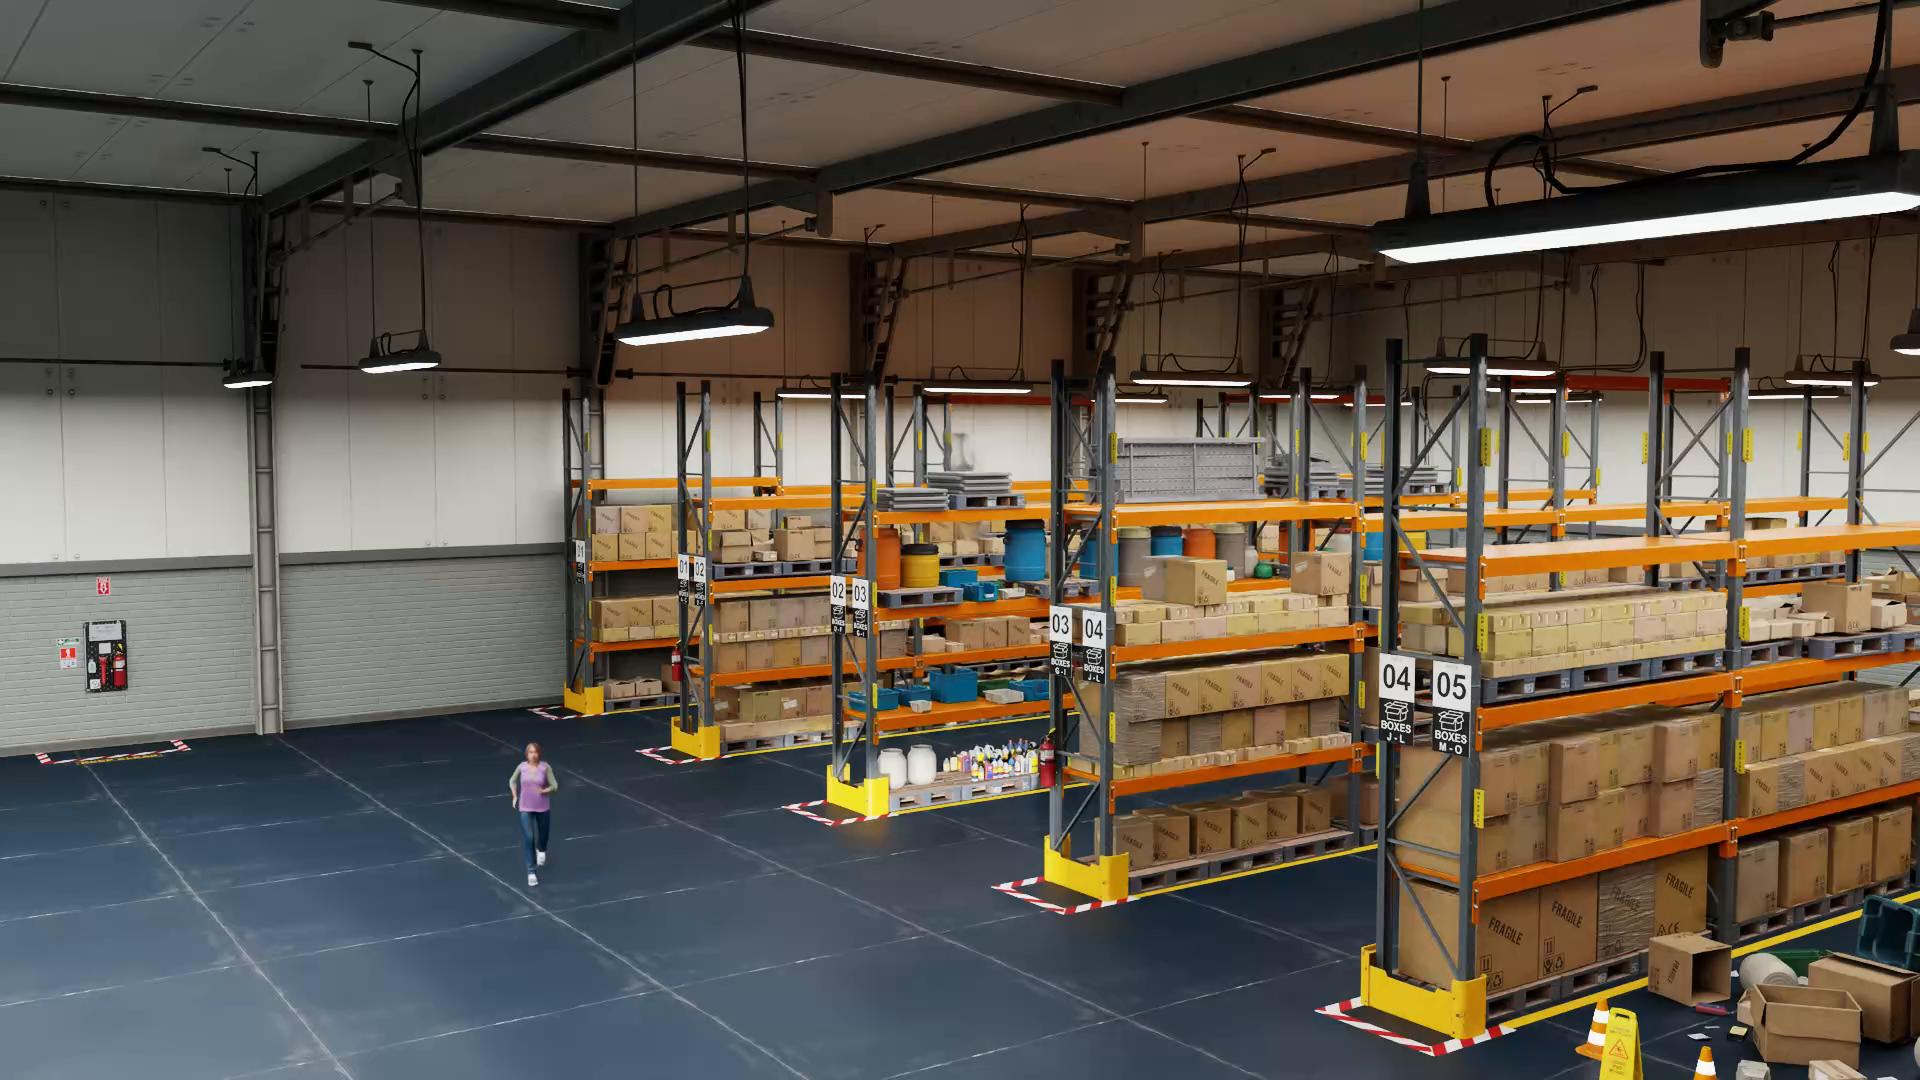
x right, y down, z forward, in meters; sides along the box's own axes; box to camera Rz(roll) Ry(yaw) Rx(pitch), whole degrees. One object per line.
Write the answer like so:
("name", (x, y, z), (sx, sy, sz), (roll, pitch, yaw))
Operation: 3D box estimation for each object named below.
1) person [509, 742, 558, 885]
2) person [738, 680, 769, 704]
("person", (-4.929, 3.122, 19.236), (0.543, 1.576, 0.877), (-1, 4, -15))
("person", (-3.557, 2.402, 29.182), (0.937, 1.847, 0.666), (-3, 5, -38))
